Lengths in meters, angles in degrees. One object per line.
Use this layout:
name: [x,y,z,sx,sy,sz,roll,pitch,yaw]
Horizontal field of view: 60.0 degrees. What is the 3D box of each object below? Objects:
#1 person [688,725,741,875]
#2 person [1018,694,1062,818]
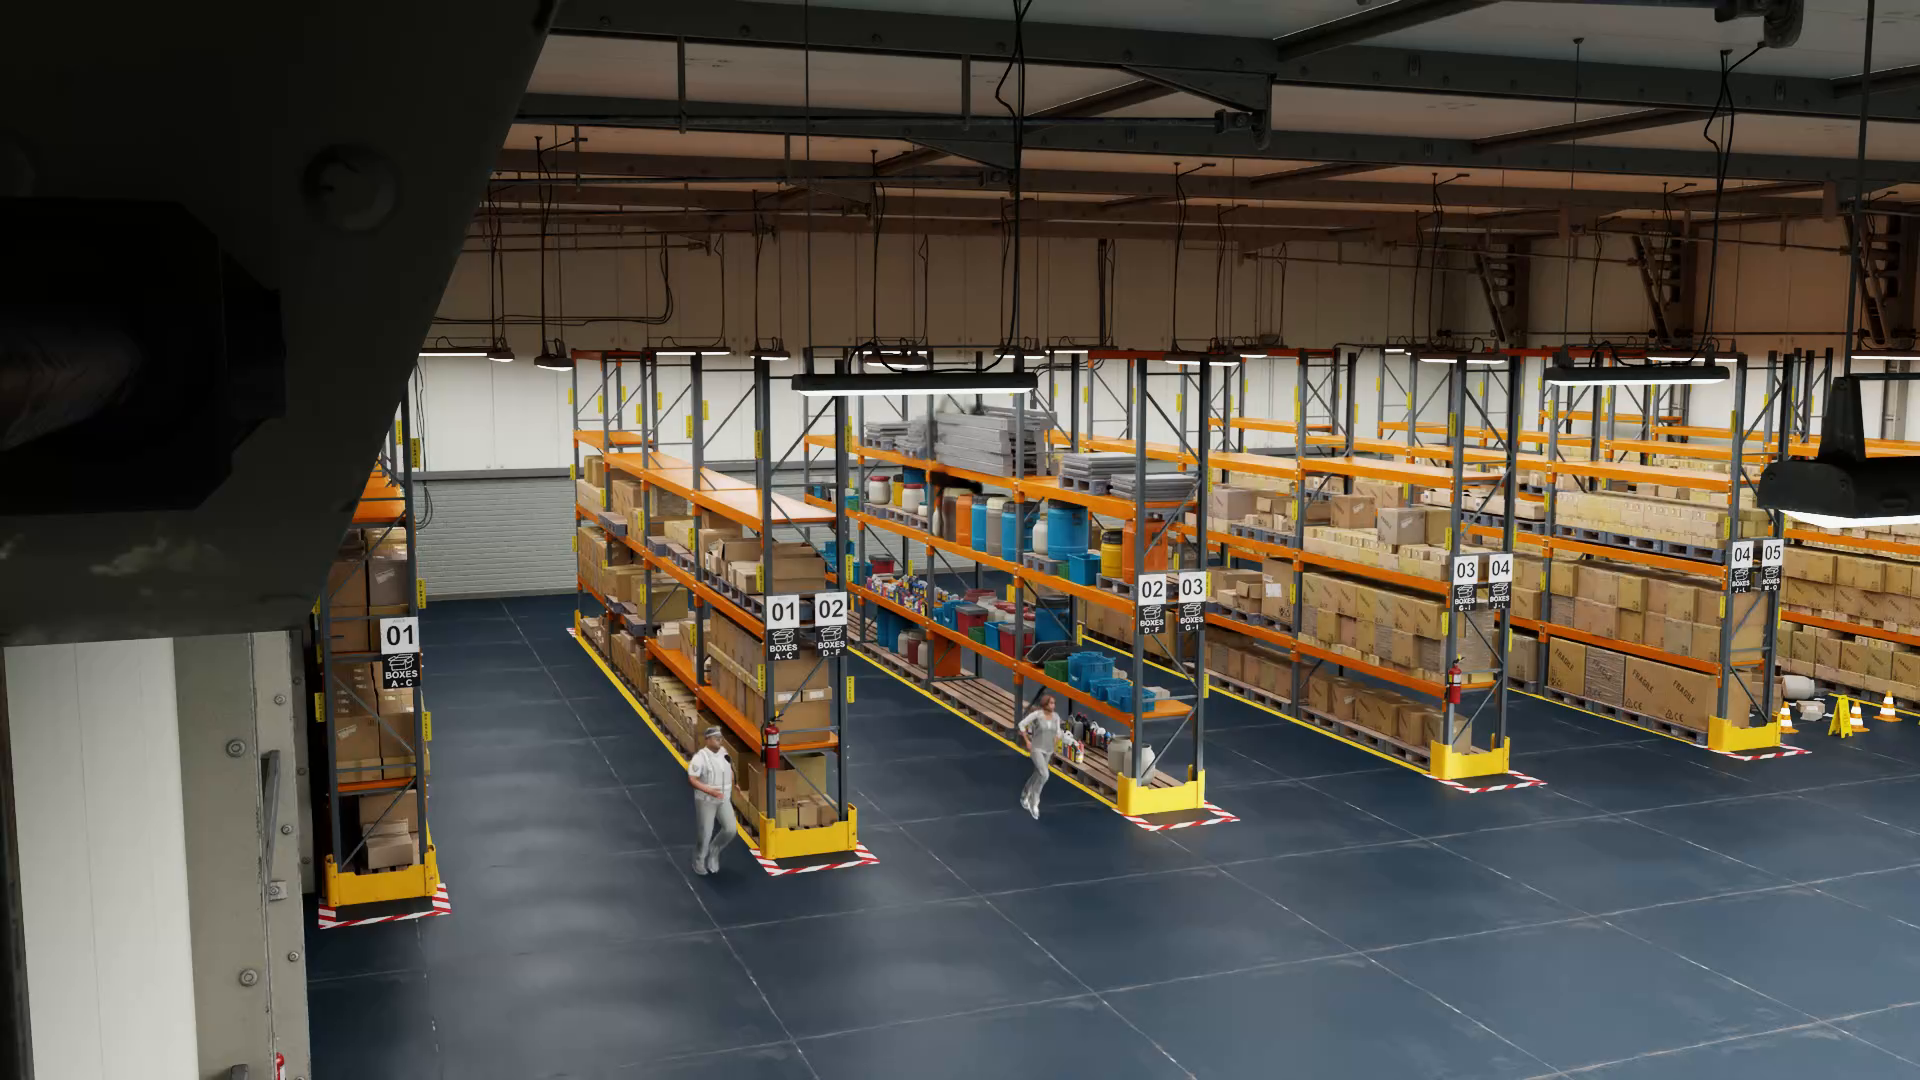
person: [-2.860,3.053,19.571,0.712,1.768,0.554,-7,10,-43]
person: [1.079,2.829,21.999,0.528,1.598,0.653,-5,9,-33]
